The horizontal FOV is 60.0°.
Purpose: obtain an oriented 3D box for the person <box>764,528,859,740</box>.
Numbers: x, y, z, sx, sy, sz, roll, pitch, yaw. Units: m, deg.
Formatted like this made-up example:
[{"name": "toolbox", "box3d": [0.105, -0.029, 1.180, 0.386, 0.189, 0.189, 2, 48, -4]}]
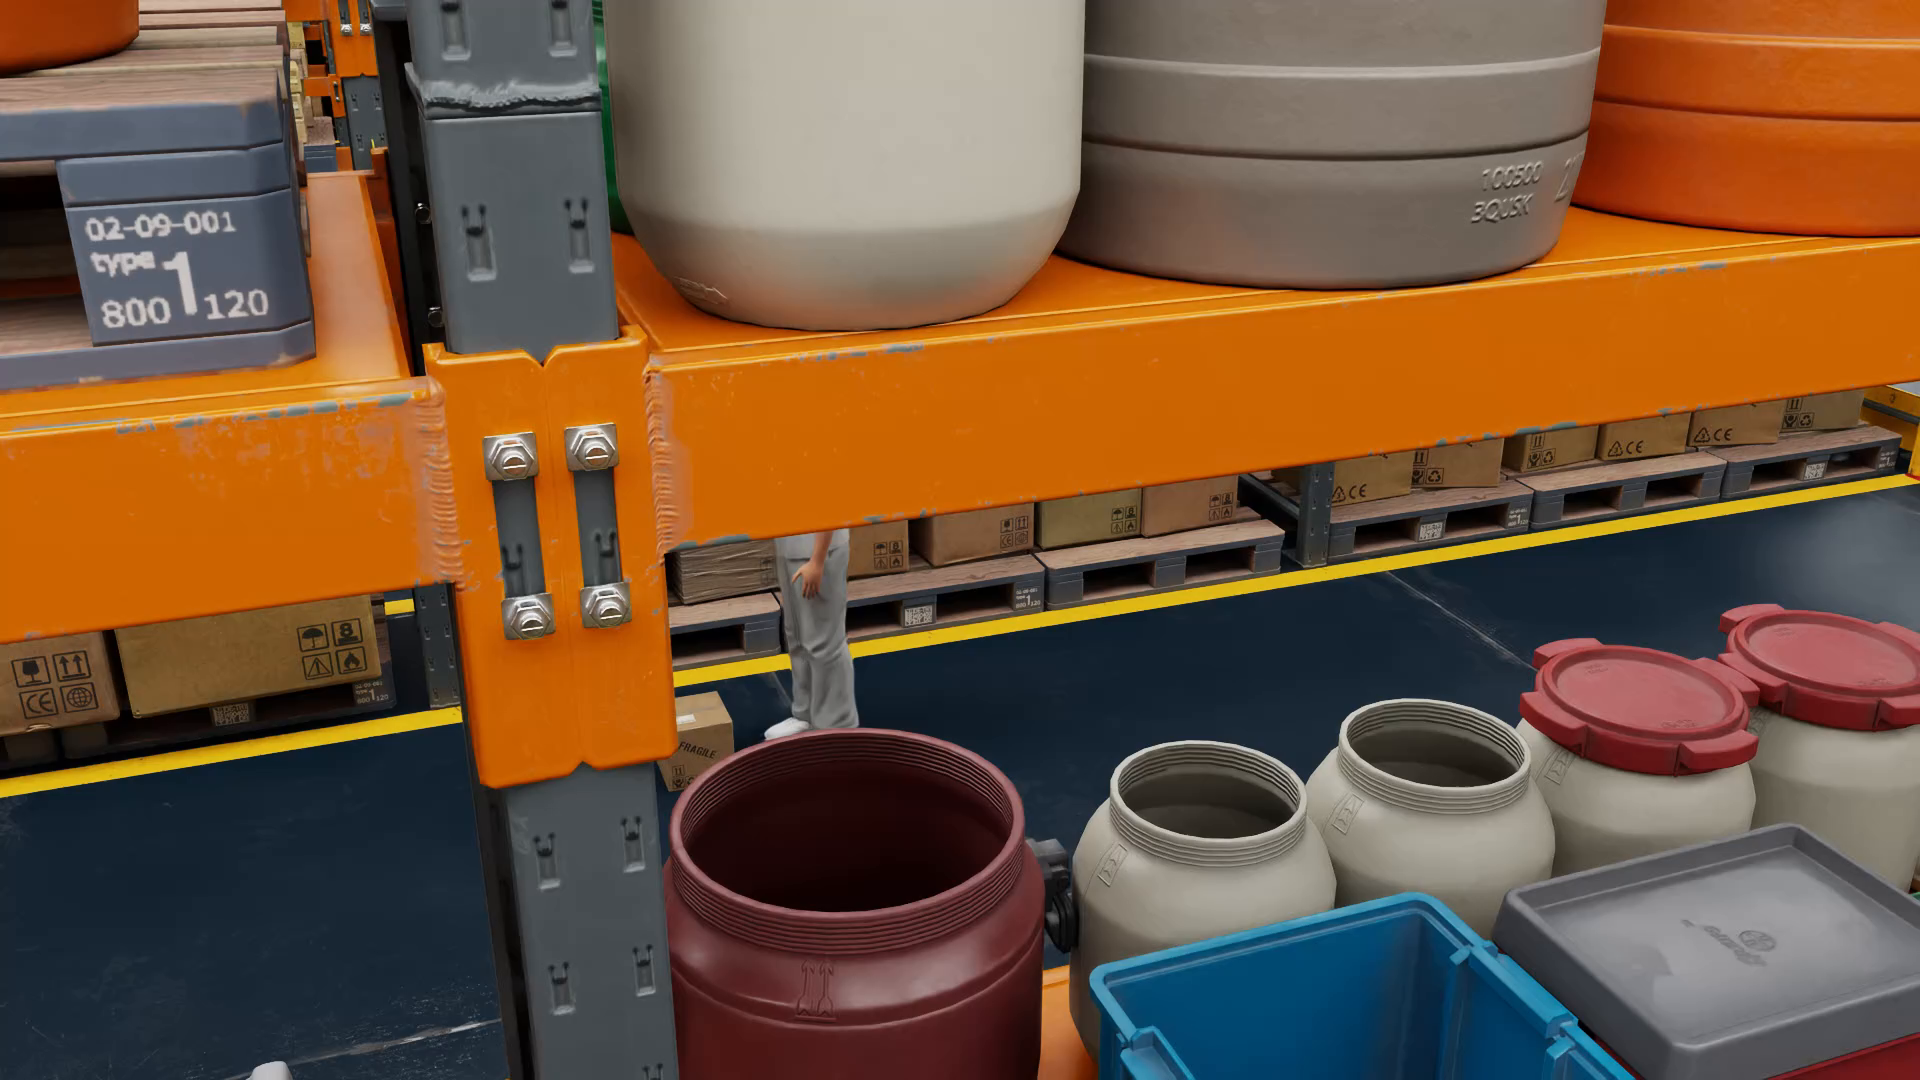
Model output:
[{"name": "person", "box3d": [-0.533, 0.029, 6.033, 0.374, 1.678, 0.438, -8, 24, -18]}]
